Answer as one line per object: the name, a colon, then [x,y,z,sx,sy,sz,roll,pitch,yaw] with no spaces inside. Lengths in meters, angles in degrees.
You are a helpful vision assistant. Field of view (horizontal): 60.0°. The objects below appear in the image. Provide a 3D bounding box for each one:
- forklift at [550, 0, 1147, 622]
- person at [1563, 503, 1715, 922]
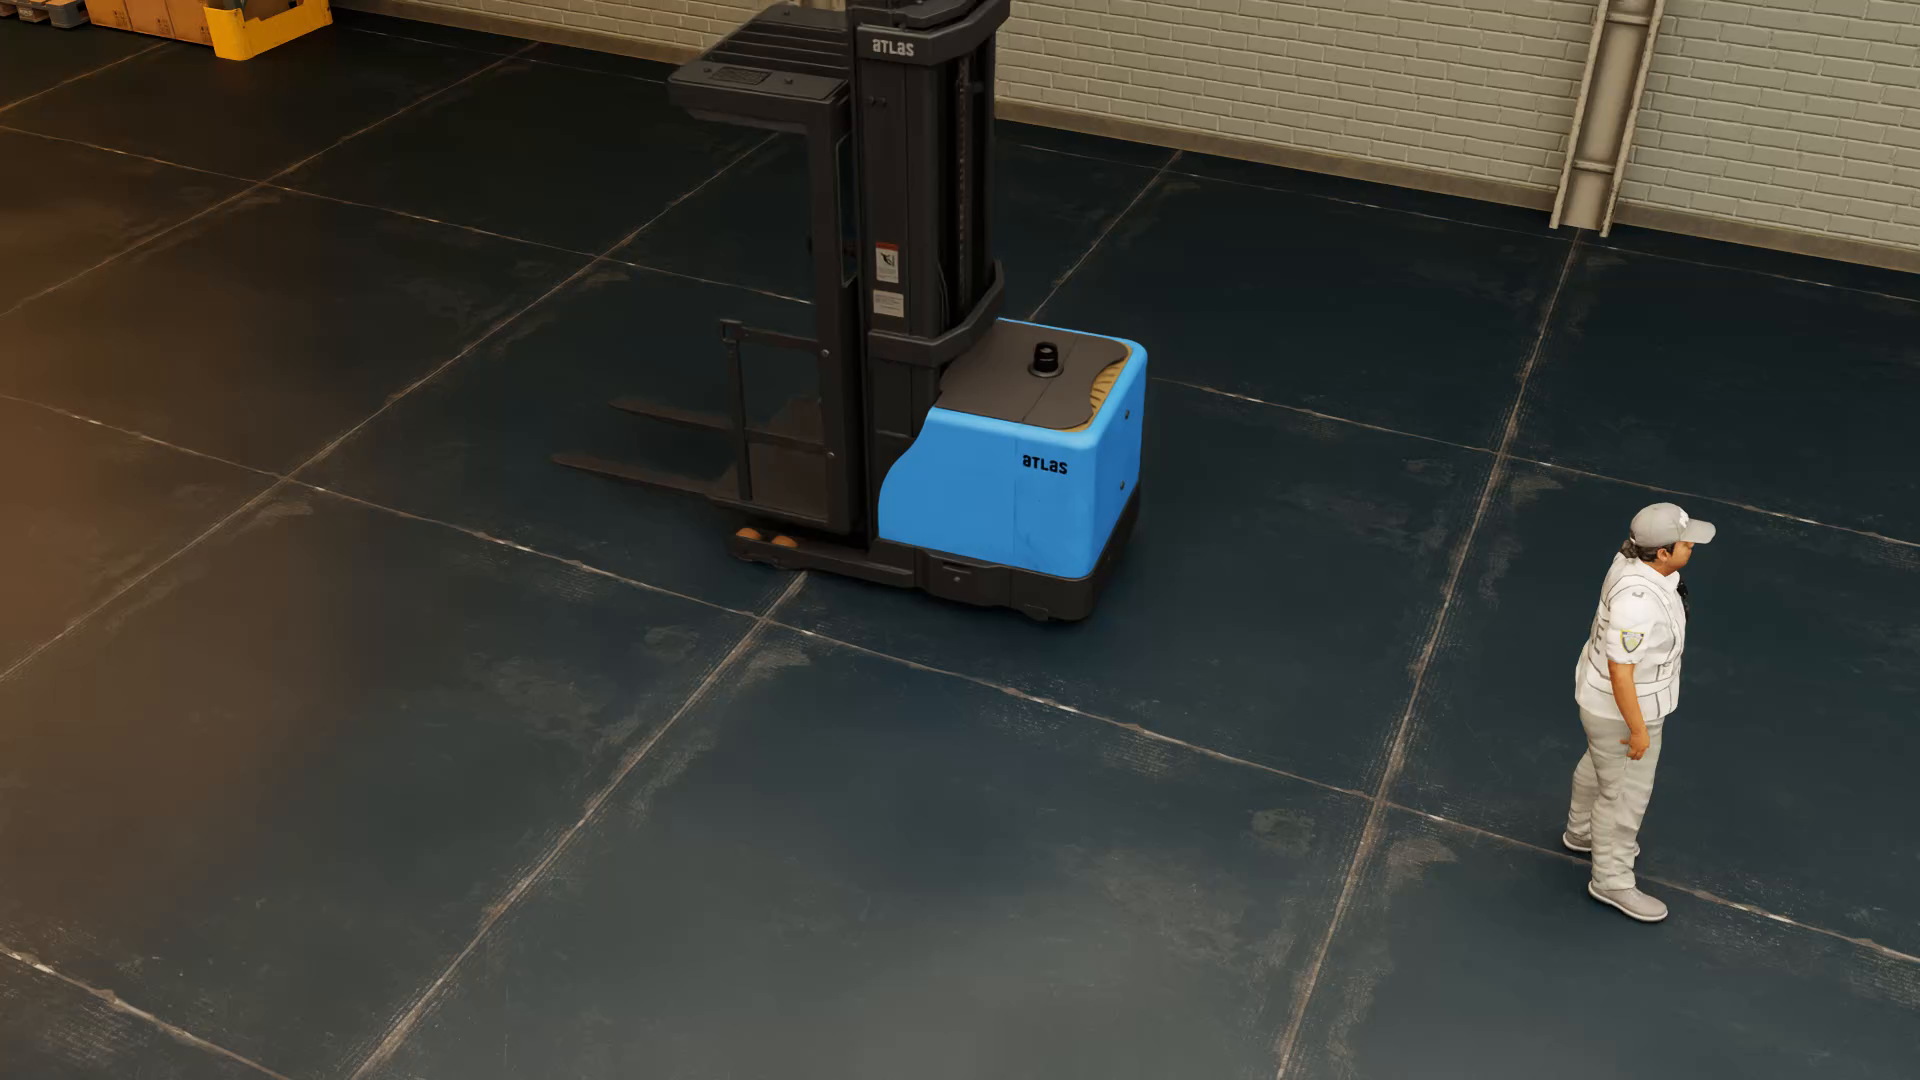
forklift: [-0.645,-1.321,7.938,3.031,2.935,1.130,12,37,16]
person: [2.599,0.617,6.296,0.529,1.670,0.598,11,37,16]
